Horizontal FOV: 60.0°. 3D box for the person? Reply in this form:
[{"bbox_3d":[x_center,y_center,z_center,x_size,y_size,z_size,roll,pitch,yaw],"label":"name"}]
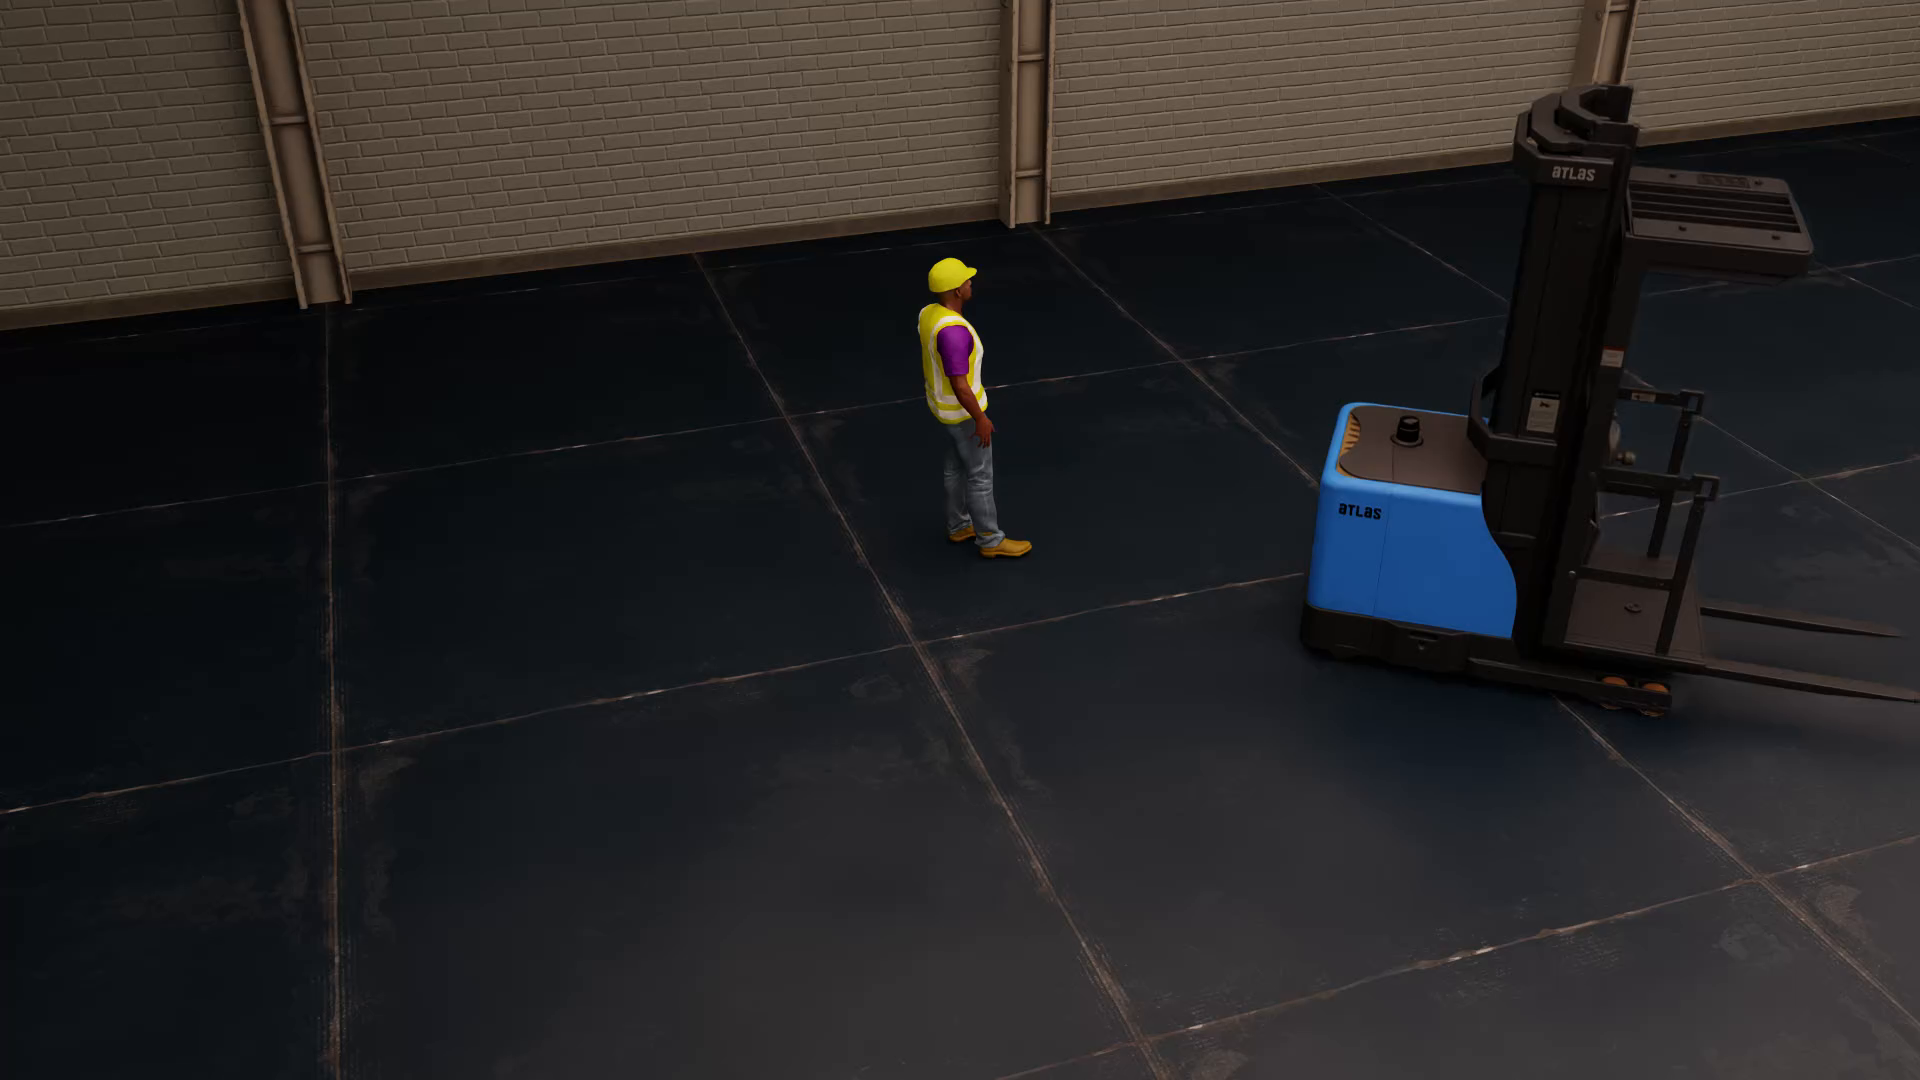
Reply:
[{"bbox_3d":[0.068,-0.780,9.596,0.577,1.765,0.665,-10,31,-16],"label":"person"}]

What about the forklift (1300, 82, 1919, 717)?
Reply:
[{"bbox_3d":[3.408,-0.670,8.251,3.031,2.935,1.130,9,31,15],"label":"forklift"}]
